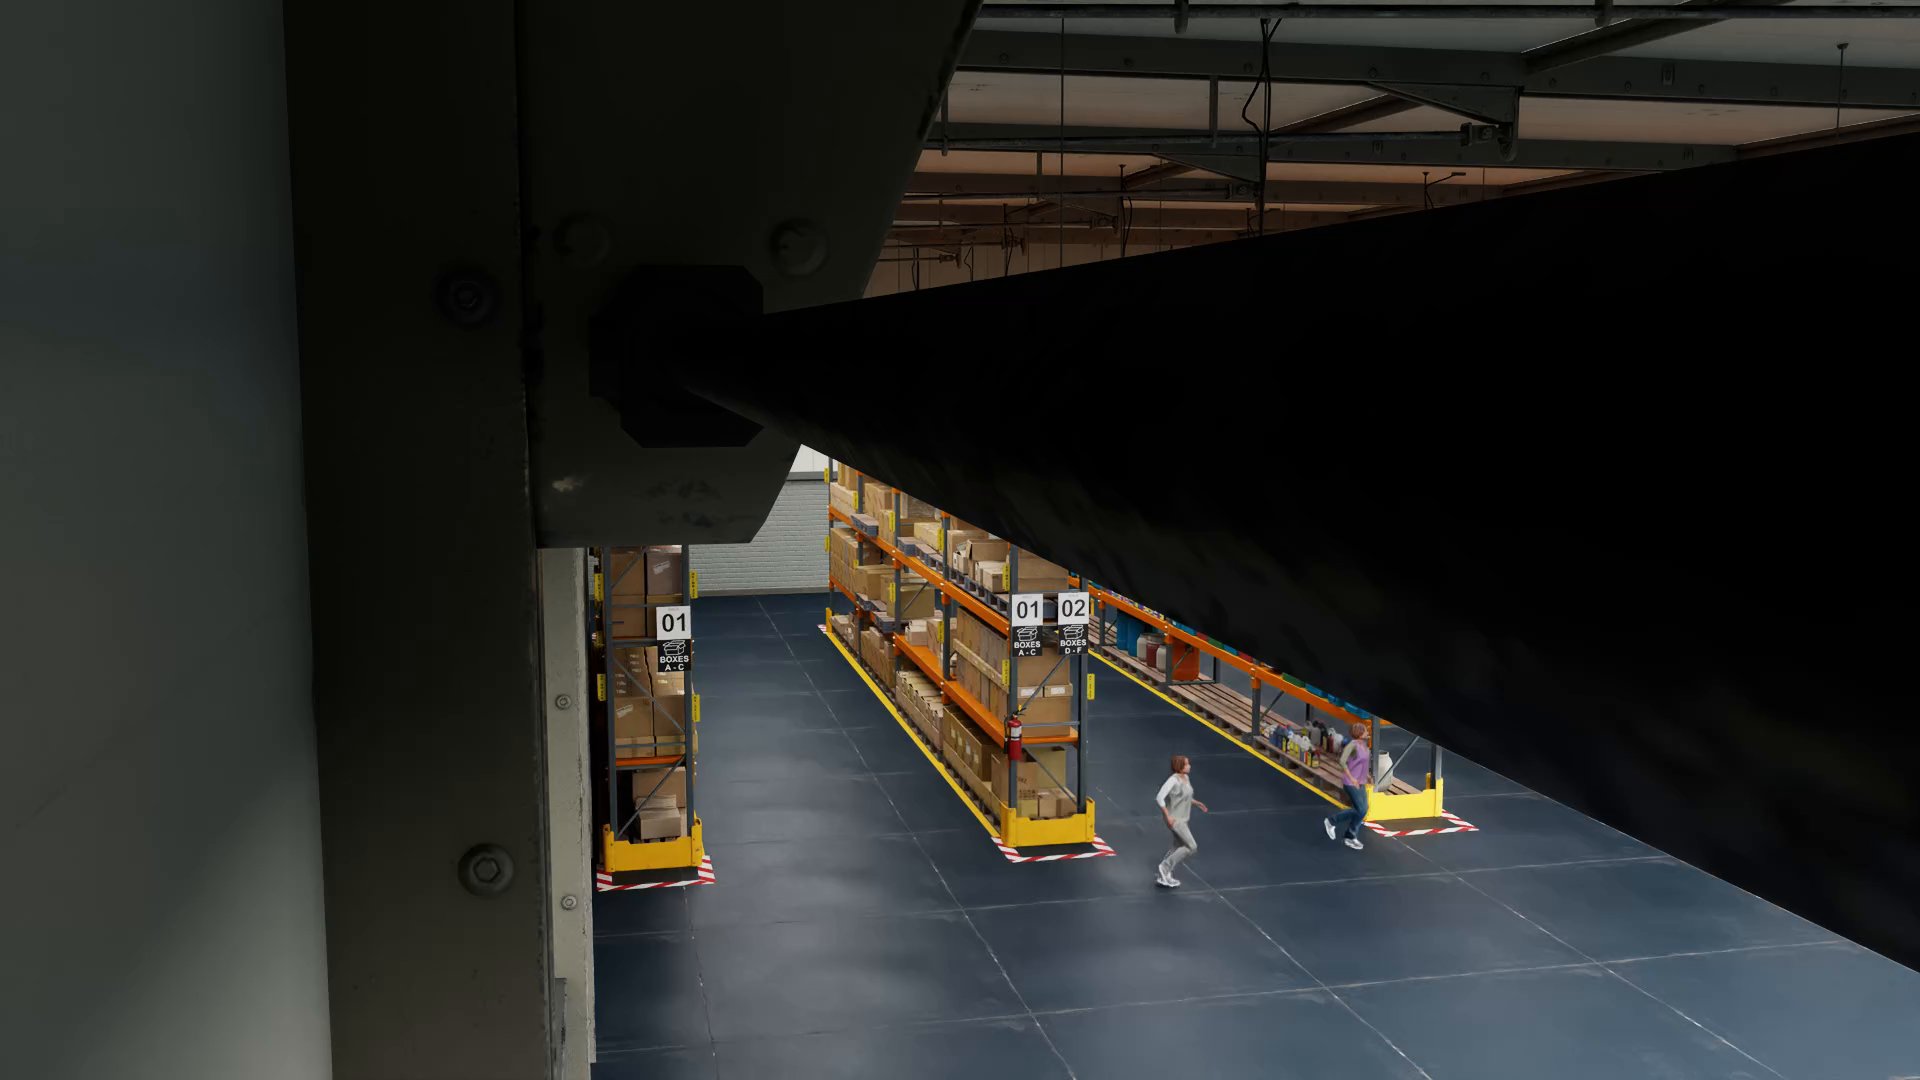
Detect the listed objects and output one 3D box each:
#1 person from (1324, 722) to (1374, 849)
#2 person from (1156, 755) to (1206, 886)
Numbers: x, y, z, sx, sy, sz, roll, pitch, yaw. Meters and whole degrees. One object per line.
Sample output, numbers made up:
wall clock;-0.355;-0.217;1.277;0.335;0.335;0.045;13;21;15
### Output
person;4.954;3.086;21.076;0.518;1.542;0.580;4;8;31
person;2.565;3.264;19.320;0.565;1.568;0.543;3;7;21
